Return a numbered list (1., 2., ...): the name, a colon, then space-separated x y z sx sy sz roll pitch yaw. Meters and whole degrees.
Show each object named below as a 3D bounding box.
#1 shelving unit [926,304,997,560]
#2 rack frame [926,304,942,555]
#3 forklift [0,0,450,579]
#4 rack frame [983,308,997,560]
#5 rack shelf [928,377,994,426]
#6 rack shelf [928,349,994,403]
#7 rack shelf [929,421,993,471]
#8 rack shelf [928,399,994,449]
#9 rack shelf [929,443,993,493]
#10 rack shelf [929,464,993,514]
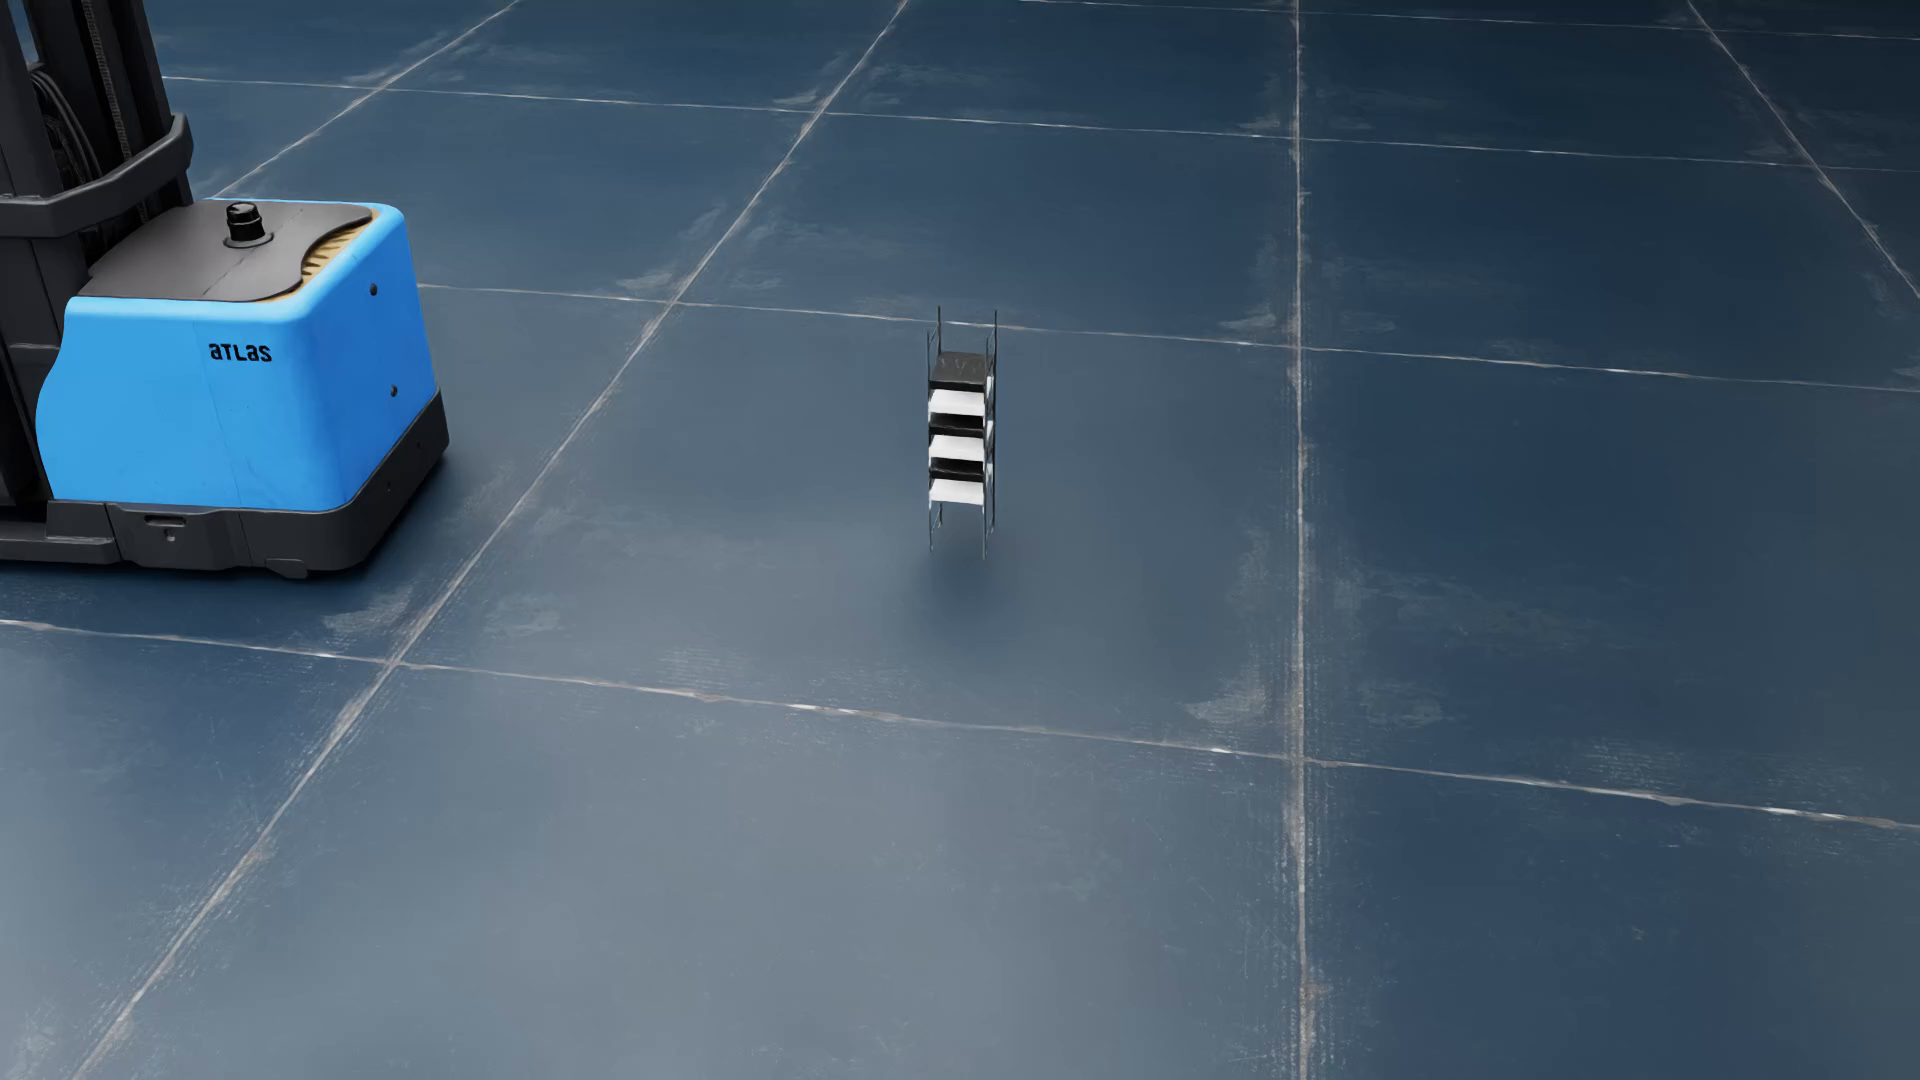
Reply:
1. shelving unit: 0.008 -0.381 6.010 0.210 0.900 0.258 5 32 8
2. rack frame: -0.092 -0.390 6.025 0.006 0.900 0.240 5 32 8
3. forklift: -3.616 -1.416 5.750 3.031 2.935 1.130 3 32 4
4. rack frame: 0.108 -0.372 5.996 0.006 0.900 0.240 5 32 8
5. rack shelf: 0.008 -0.505 5.932 0.200 0.077 0.258 5 32 8
6. rack shelf: 0.008 -0.581 5.884 0.200 0.077 0.258 5 32 8
7. rack shelf: 0.008 -0.352 6.028 0.200 0.077 0.258 5 32 8
8. rack shelf: 0.008 -0.429 5.980 0.200 0.077 0.258 5 32 8
9. rack shelf: 0.008 -0.276 6.076 0.200 0.077 0.258 5 32 8
10. rack shelf: 0.008 -0.200 6.123 0.200 0.077 0.258 5 32 8
